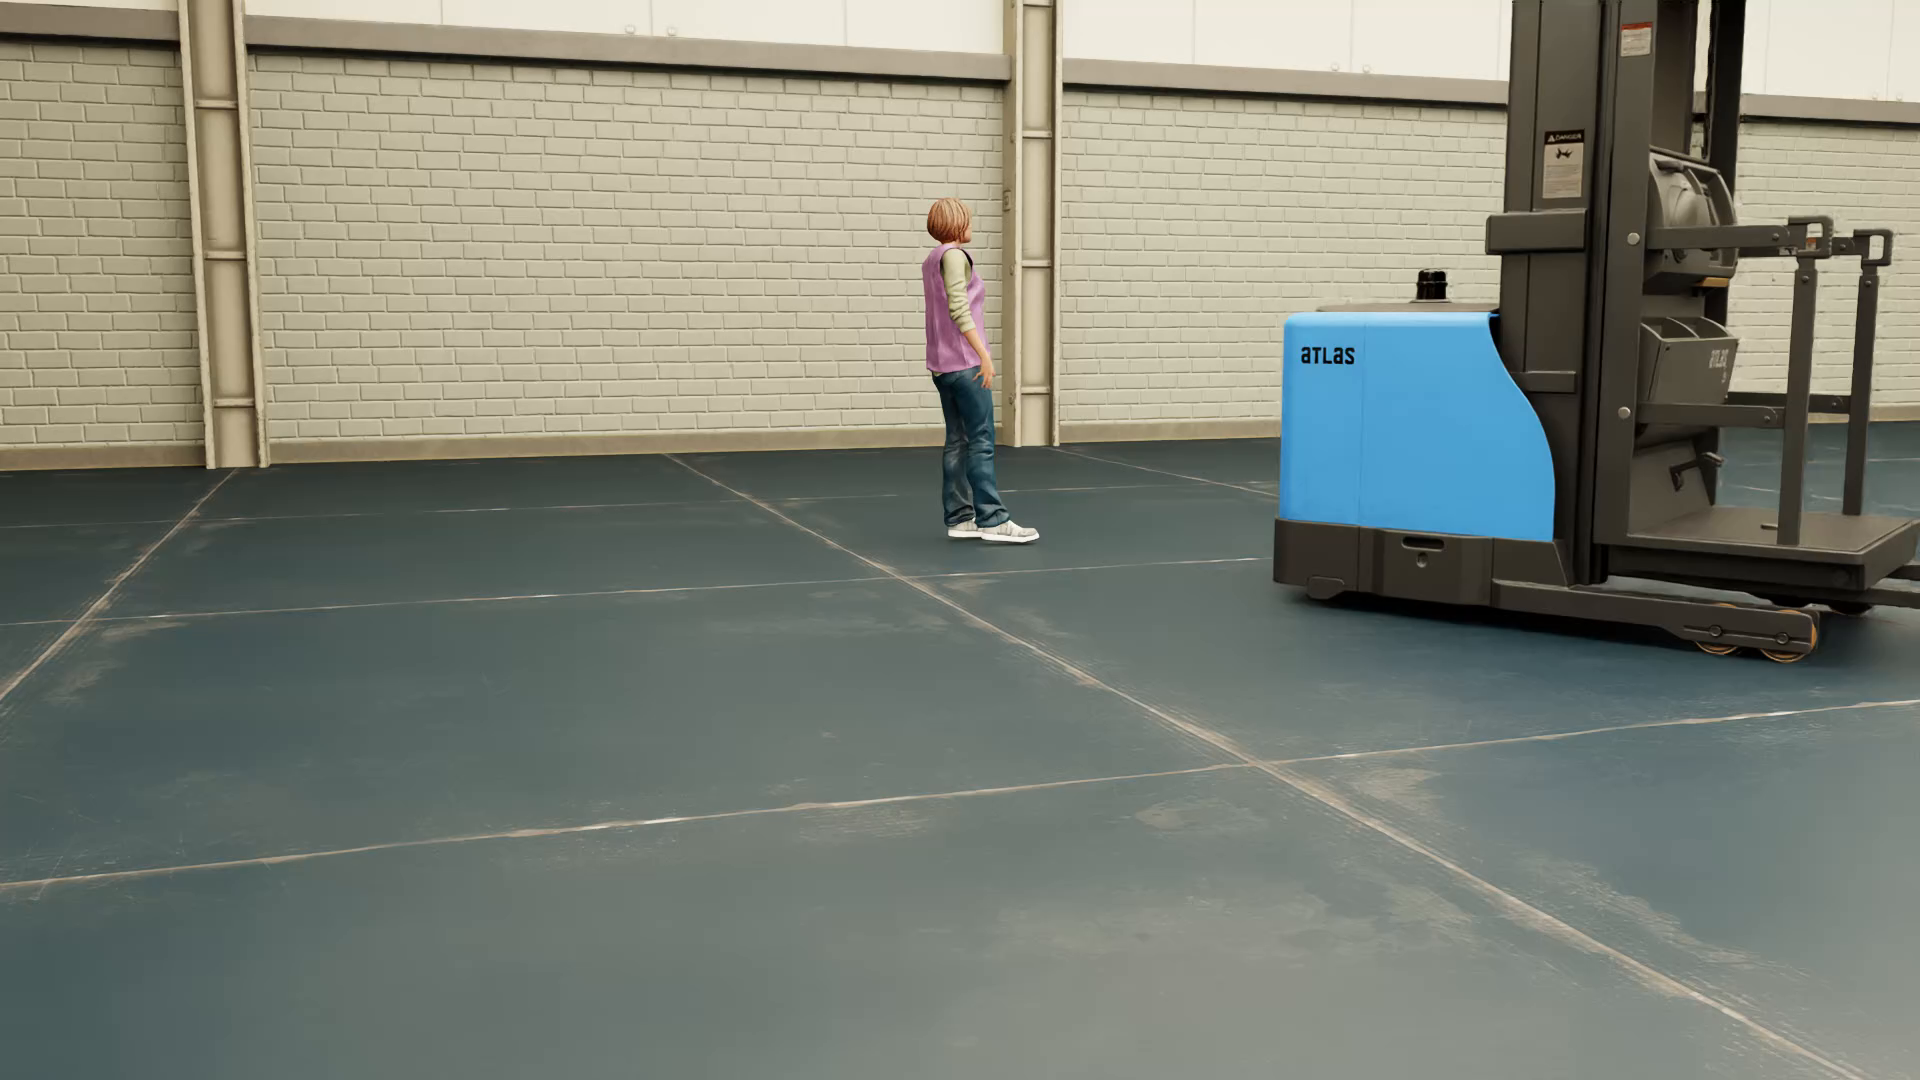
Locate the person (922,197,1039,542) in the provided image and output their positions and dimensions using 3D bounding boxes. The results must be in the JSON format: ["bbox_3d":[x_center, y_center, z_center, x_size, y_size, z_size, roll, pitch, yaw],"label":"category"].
[{"bbox_3d":[0.075,-0.800,7.825,0.473,1.599,0.520,-3,8,-18],"label":"person"}]

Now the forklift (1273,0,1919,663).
[{"bbox_3d":[2.651,-1.153,5.527,3.031,2.935,1.130,6,10,38],"label":"forklift"}]
